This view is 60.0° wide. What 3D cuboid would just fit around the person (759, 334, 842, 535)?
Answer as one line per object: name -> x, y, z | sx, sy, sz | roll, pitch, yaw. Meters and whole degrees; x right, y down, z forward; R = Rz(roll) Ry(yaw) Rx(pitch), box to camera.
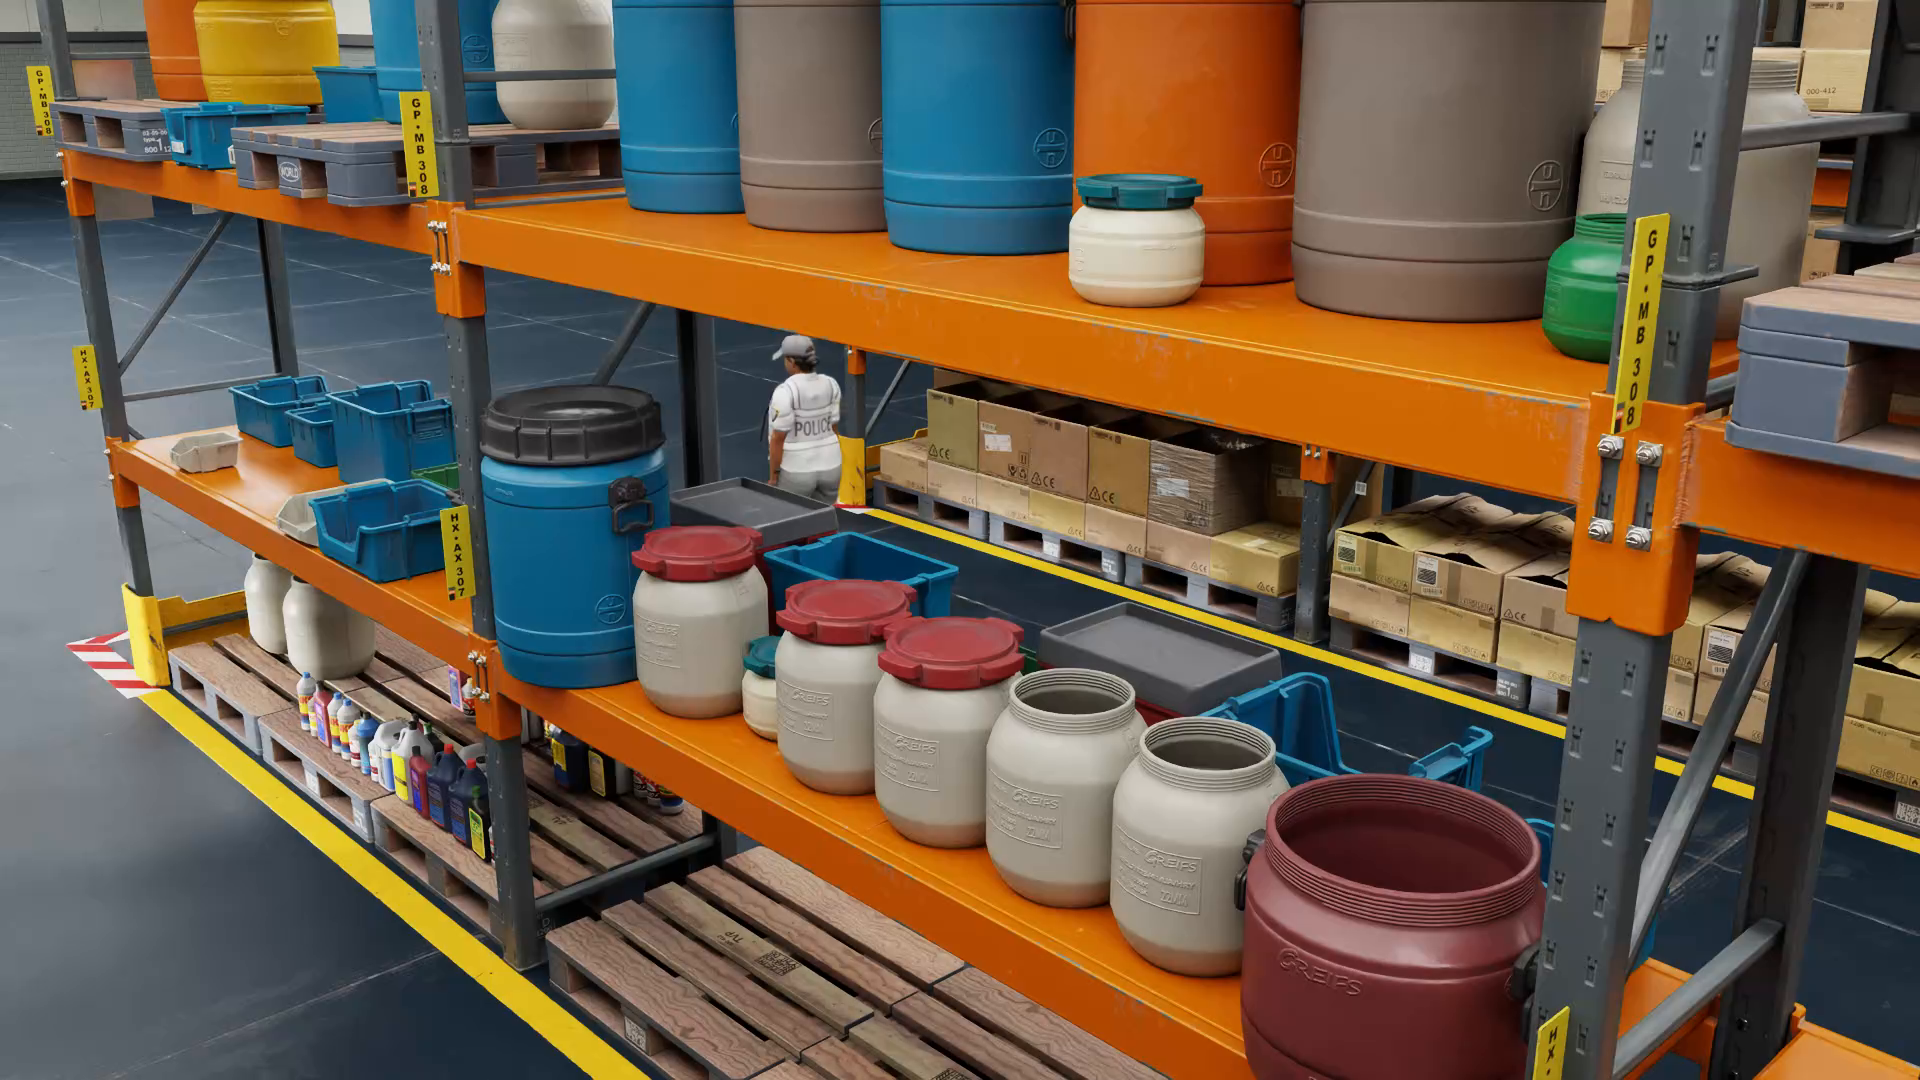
person -> -0.931, -0.392, 9.821 | 0.471, 1.662, 0.390 | -16, 23, -40
